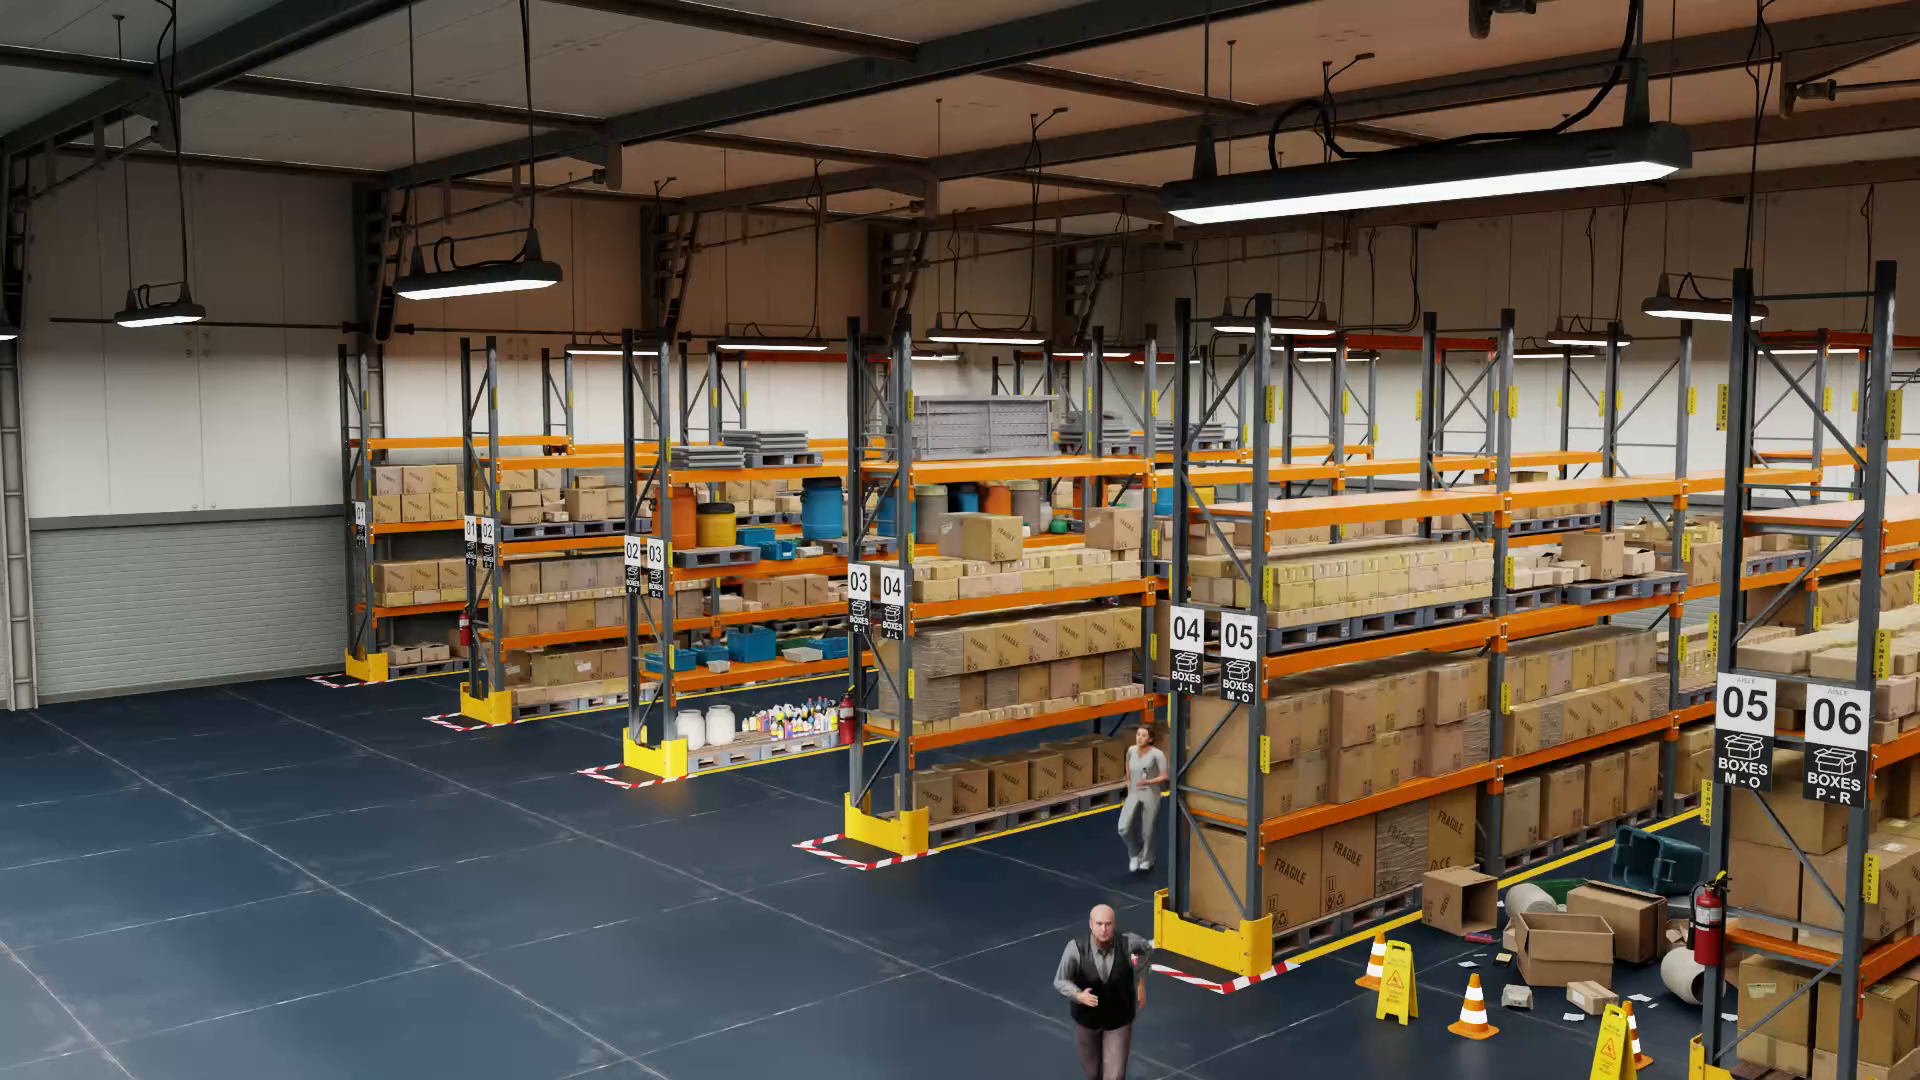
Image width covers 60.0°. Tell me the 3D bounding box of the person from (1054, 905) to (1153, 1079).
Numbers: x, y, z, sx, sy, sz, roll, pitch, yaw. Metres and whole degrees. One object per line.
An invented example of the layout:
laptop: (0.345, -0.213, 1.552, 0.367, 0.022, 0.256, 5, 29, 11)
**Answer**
person: (0.979, 3.320, 11.377, 0.674, 1.774, 0.918, 0, 5, 5)

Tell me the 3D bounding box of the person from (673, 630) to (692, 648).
person: (-5.080, 1.573, 30.410, 0.837, 1.787, 0.729, -5, 7, -41)

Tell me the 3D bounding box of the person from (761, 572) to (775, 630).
person: (-3.725, 1.384, 32.381, 0.685, 1.826, 0.776, 4, 7, 40)

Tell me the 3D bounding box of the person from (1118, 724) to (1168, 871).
person: (1.956, 2.750, 17.704, 0.559, 1.627, 0.669, 3, 6, 28)
